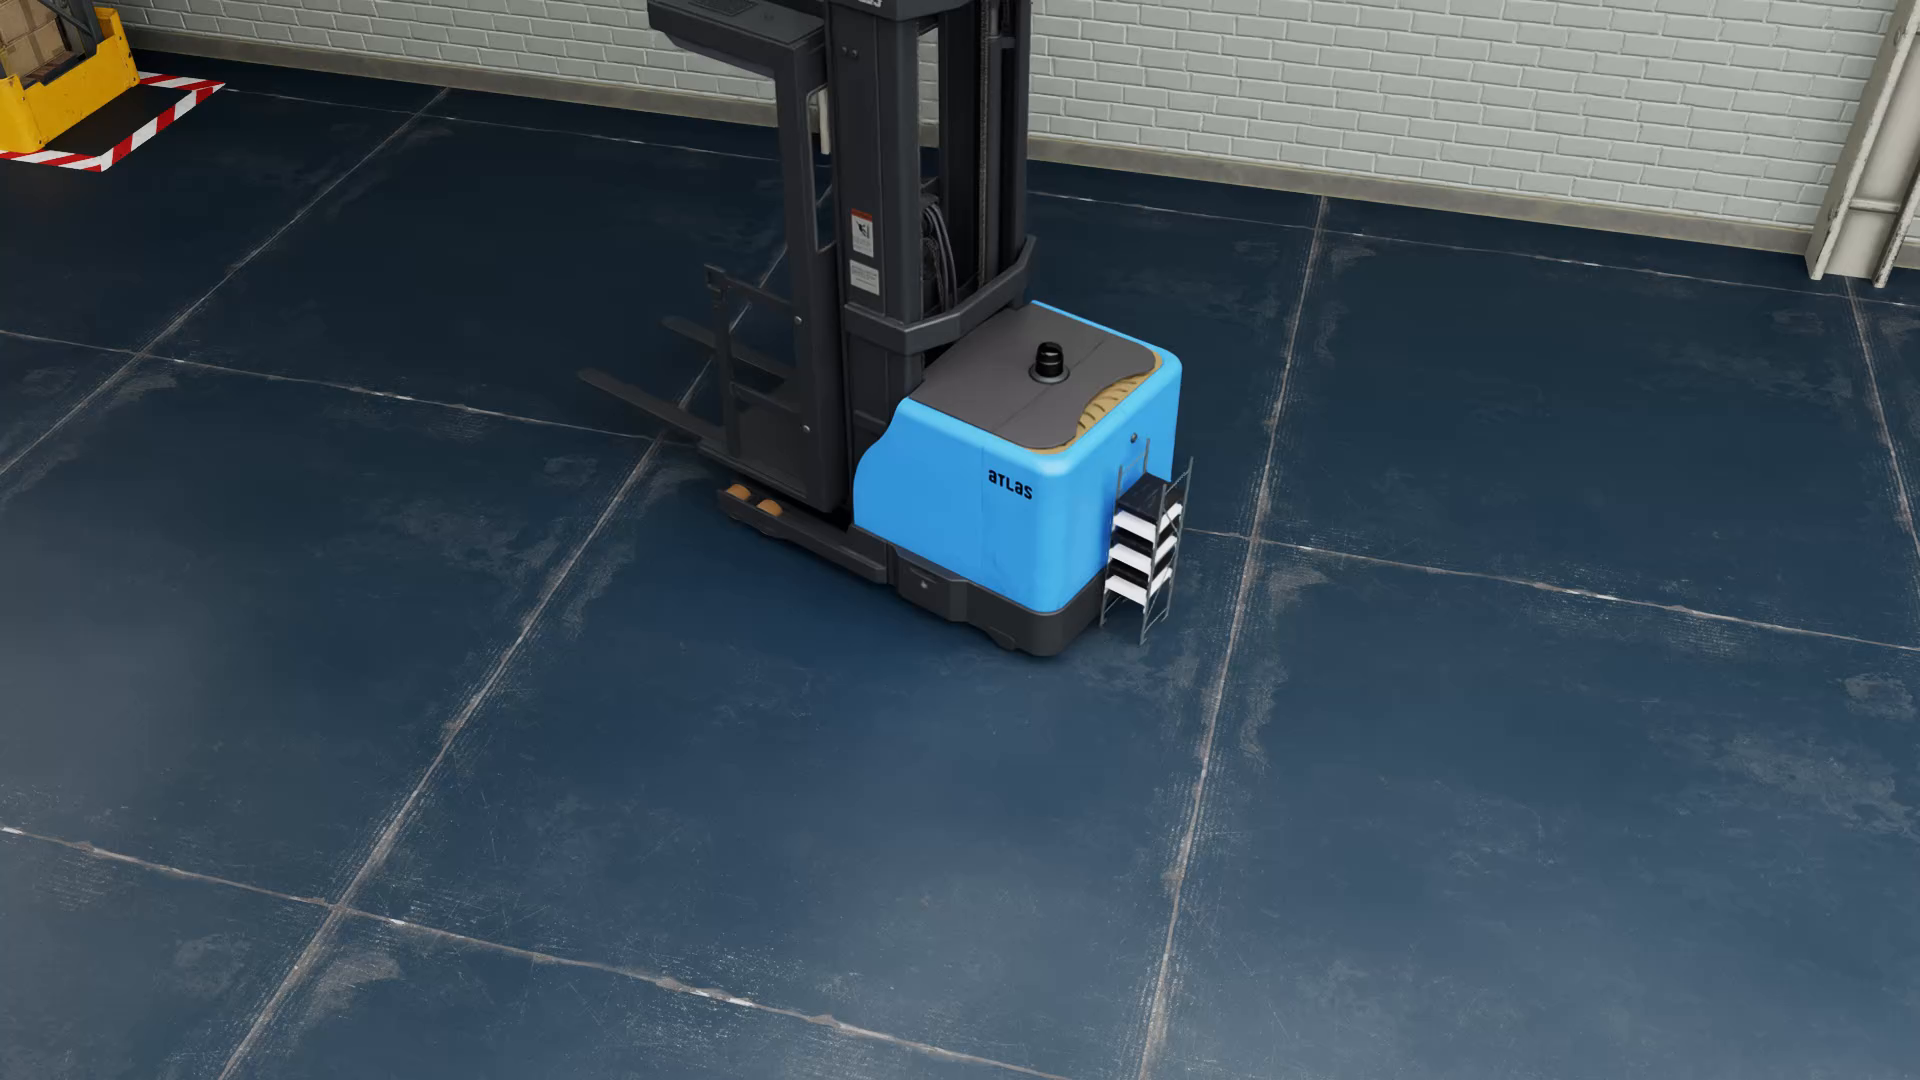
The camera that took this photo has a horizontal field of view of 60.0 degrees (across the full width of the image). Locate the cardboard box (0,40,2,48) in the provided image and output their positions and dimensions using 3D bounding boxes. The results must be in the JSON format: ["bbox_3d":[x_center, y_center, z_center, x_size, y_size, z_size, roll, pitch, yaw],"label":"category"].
[{"bbox_3d":[-6.582,-3.219,10.698,0.500,0.250,0.500,9,41,11],"label":"cardboard box"}]

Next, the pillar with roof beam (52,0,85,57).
[{"bbox_3d":[-7.583,-4.331,5.935,0.400,9.000,9.100,10,41,11],"label":"pillar with roof beam"}]

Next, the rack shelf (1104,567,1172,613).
[{"bbox_3d":[0.776,0.178,7.188,0.200,0.077,0.258,26,47,25],"label":"rack shelf"}]

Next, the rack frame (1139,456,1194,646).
[{"bbox_3d":[0.866,0.059,7.005,0.006,0.900,0.240,26,47,25],"label":"rack frame"}]

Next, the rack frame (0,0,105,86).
[{"bbox_3d":[-6.031,-4.033,10.244,0.127,3.000,1.000,10,41,11],"label":"rack frame"}]

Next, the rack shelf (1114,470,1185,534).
[{"bbox_3d":[0.791,-0.159,6.891,0.200,0.077,0.258,26,47,25],"label":"rack shelf"}]

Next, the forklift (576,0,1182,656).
[{"bbox_3d":[-0.531,-1.393,7.154,3.031,2.935,1.130,25,46,27],"label":"forklift"}]

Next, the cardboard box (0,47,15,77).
[{"bbox_3d":[-6.566,-3.023,10.853,0.500,0.250,0.500,10,41,12],"label":"cardboard box"}]

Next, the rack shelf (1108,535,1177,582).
[{"bbox_3d":[0.782,0.043,7.069,0.200,0.077,0.258,26,47,25],"label":"rack shelf"}]

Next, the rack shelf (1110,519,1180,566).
[{"bbox_3d":[0.785,-0.024,7.010,0.200,0.077,0.258,26,47,25],"label":"rack shelf"}]

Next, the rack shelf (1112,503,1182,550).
[{"bbox_3d":[0.788,-0.092,6.950,0.200,0.077,0.258,26,47,25],"label":"rack shelf"}]

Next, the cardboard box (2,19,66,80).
[{"bbox_3d":[-6.455,-3.344,11.235,0.500,0.250,0.500,10,41,12],"label":"cardboard box"}]

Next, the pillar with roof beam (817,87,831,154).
[{"bbox_3d":[-1.787,-3.334,4.747,0.400,9.000,9.100,10,41,11],"label":"pillar with roof beam"}]

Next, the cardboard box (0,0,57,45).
[{"bbox_3d":[-6.431,-3.540,11.079,0.500,0.250,0.500,10,41,12],"label":"cardboard box"}]

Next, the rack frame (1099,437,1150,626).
[{"bbox_3d":[0.700,-0.023,7.089,0.006,0.900,0.240,26,47,25],"label":"rack frame"}]

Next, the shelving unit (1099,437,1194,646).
[{"bbox_3d":[0.783,0.018,7.047,0.210,0.900,0.258,26,47,25],"label":"shelving unit"}]

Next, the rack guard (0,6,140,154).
[{"bbox_3d":[-6.008,-3.072,11.043,0.348,0.500,1.175,10,41,11],"label":"rack guard"}]

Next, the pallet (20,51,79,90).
[{"bbox_3d":[-6.780,-3.066,11.261,1.213,0.211,1.003,10,41,11],"label":"pallet"}]

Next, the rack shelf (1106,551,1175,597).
[{"bbox_3d":[0.779,0.111,7.129,0.200,0.077,0.258,26,47,25],"label":"rack shelf"}]

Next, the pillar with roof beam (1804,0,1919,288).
[{"bbox_3d":[4.009,-2.337,3.560,0.400,9.000,9.100,10,41,11],"label":"pillar with roof beam"}]
